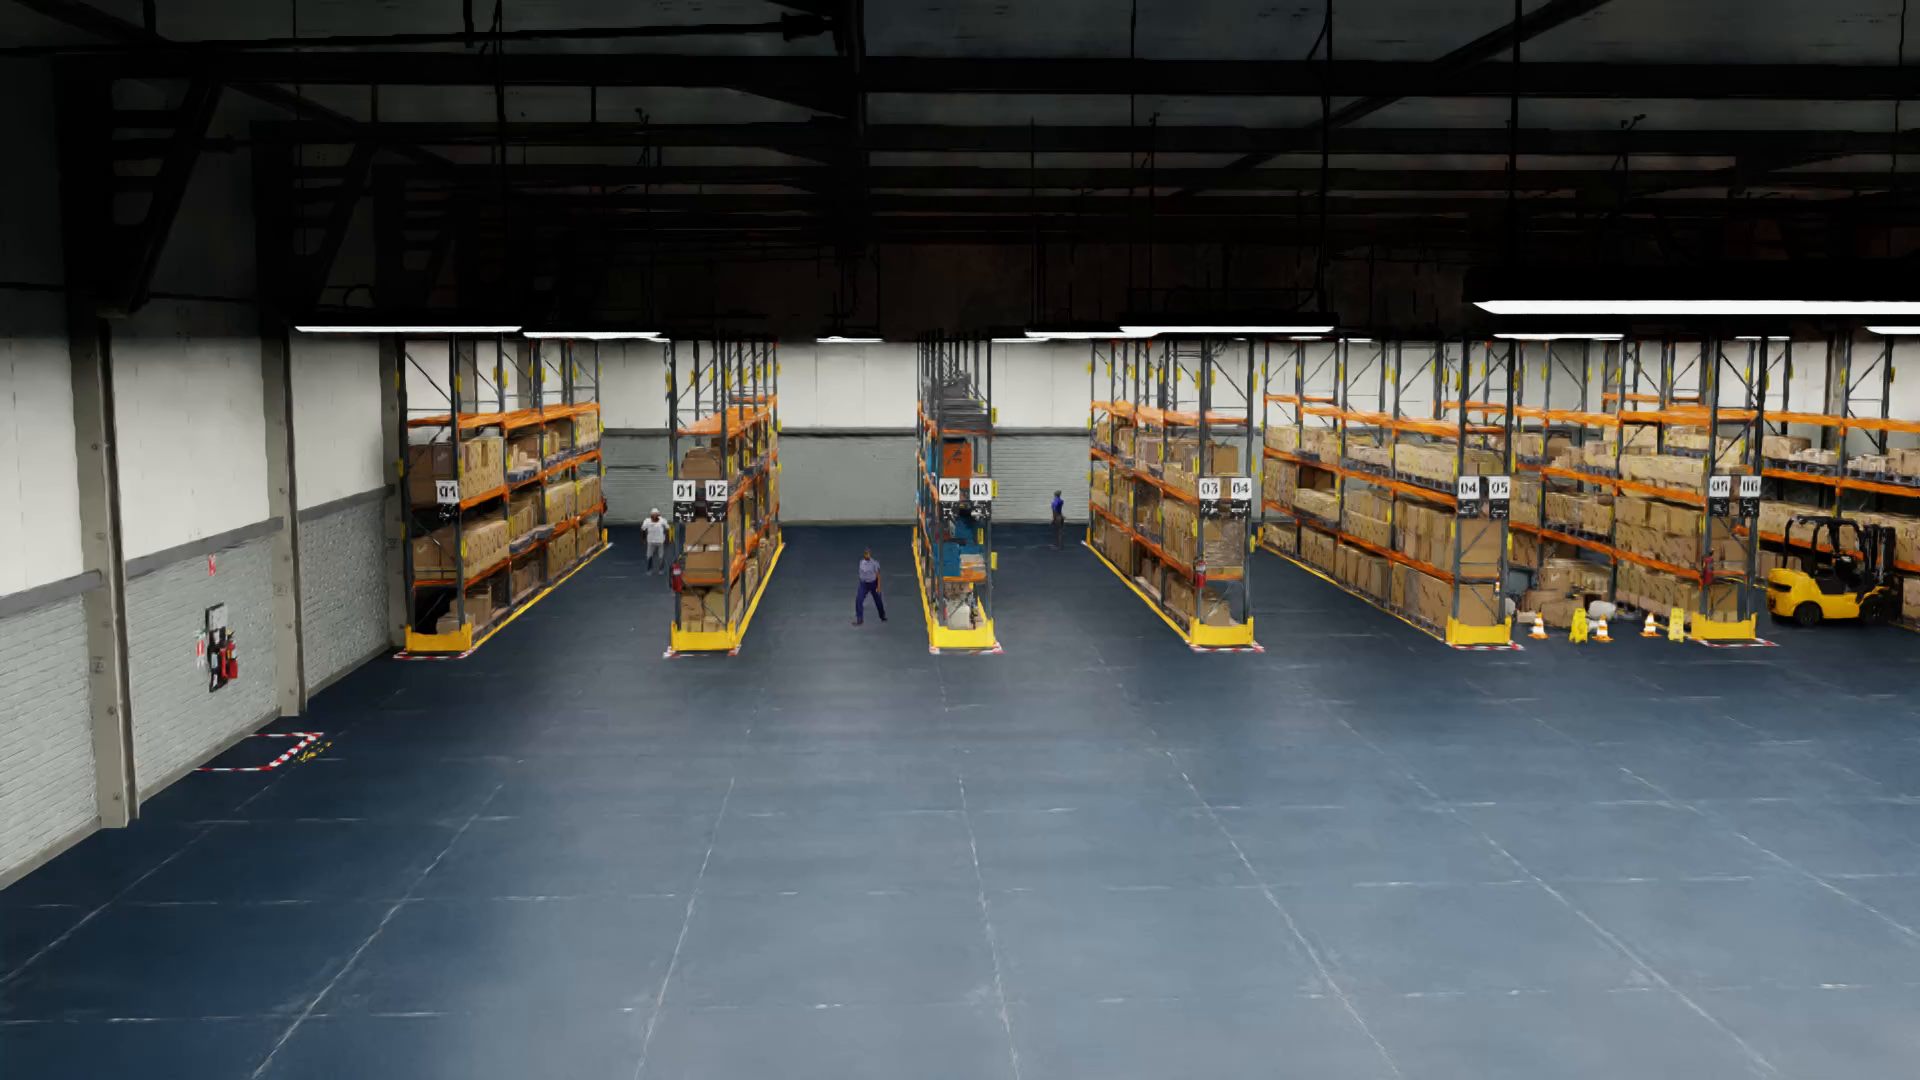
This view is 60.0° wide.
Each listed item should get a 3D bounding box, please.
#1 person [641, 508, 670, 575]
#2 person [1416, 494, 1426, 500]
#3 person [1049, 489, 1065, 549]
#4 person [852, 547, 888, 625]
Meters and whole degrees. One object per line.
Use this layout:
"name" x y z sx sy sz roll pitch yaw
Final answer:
"person" -7.525 0.042 41.087 0.719 1.714 0.578 -1 7 -5
"person" 14.268 -1.128 51.312 0.625 1.607 0.808 -3 7 -20
"person" 2.692 -0.588 46.511 0.463 1.662 0.498 3 8 27
"person" -1.832 0.938 34.080 0.524 1.557 0.942 2 7 18
